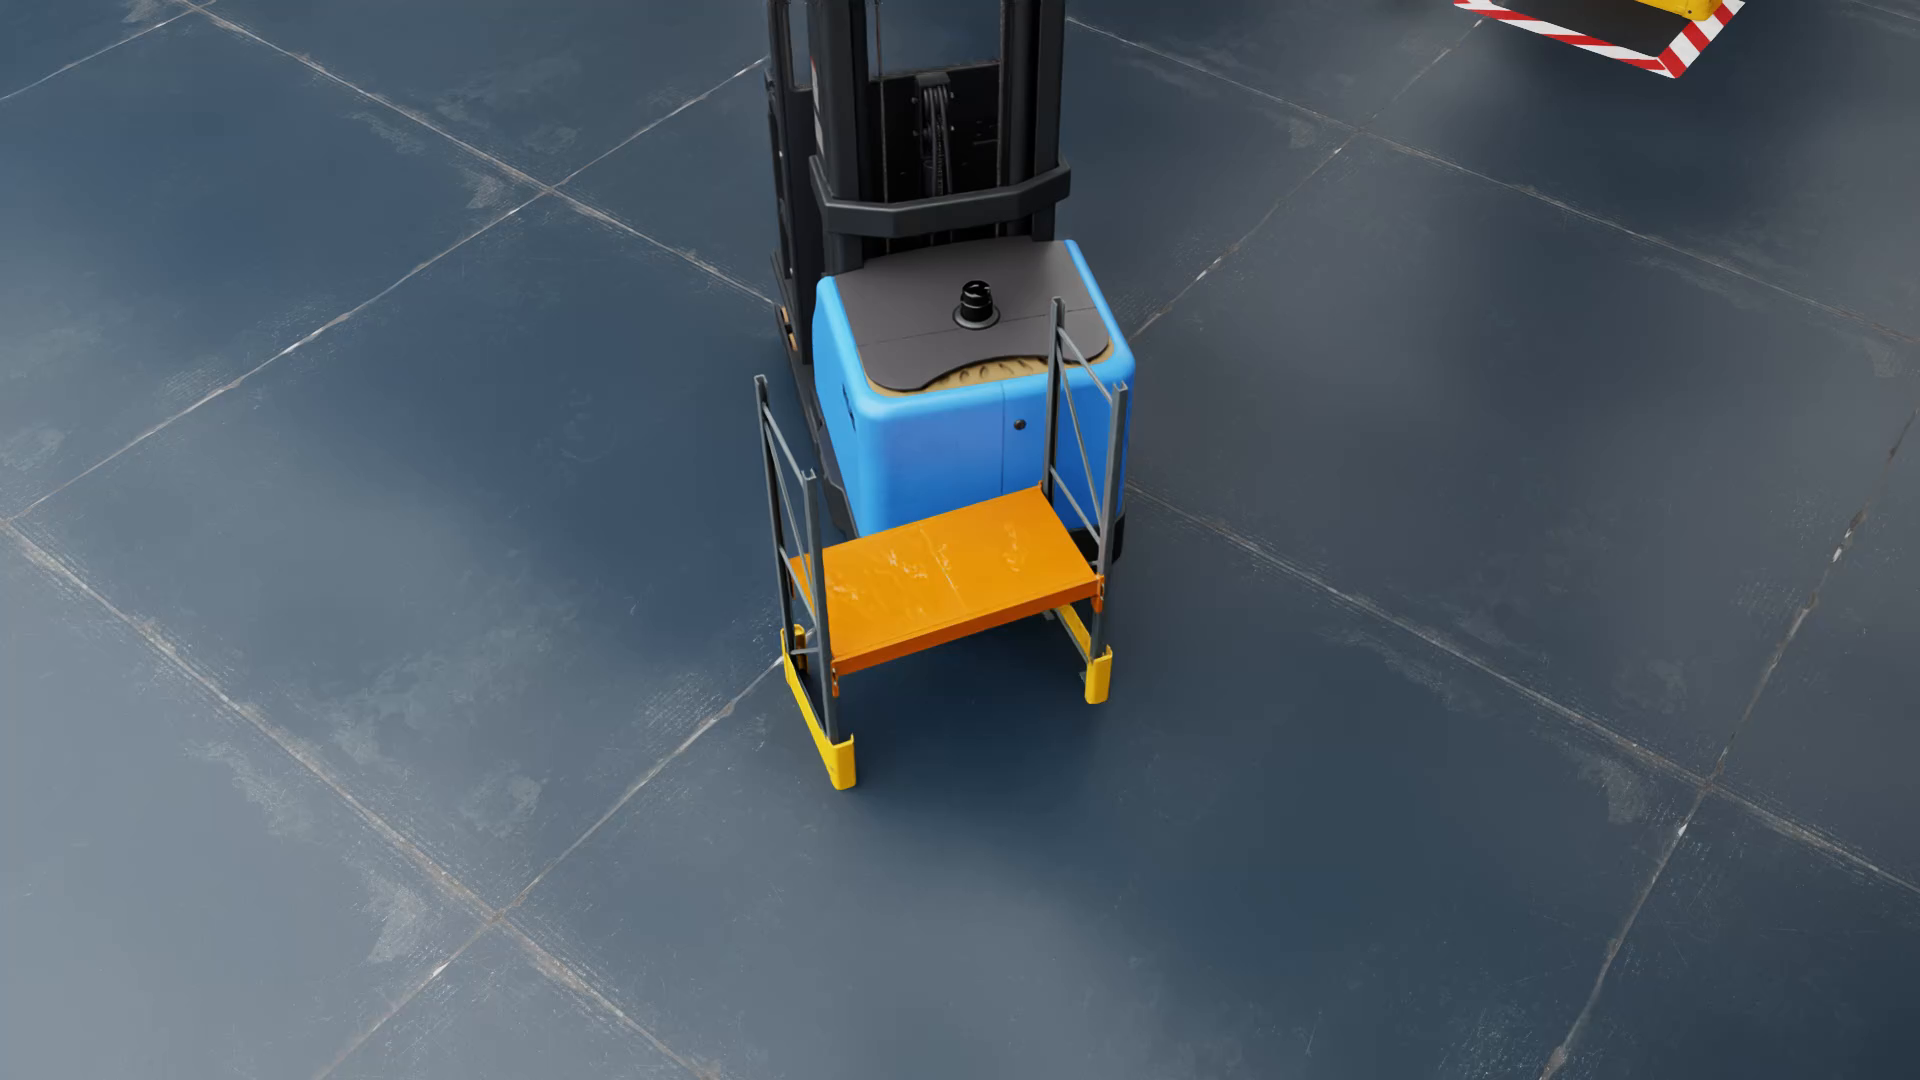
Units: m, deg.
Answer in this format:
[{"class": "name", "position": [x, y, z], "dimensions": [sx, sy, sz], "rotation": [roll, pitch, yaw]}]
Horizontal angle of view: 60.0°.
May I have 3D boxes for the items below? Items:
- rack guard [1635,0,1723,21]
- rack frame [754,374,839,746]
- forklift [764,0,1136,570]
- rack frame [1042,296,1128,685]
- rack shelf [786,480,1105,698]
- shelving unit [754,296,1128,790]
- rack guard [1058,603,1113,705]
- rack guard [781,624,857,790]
[{"class": "rack guard", "position": [3.935, -3.511, 9.758], "dimensions": [1.175, 0.500, 0.348], "rotation": [29, 53, 25]}, {"class": "rack frame", "position": [4.610, -4.782, 10.074], "dimensions": [14.686, 1.800, 8.925], "rotation": [-17, 49, -15]}, {"class": "forklift", "position": [-0.217, -1.840, 6.481], "dimensions": [1.130, 2.935, 3.031], "rotation": [-10, 47, -10]}, {"class": "rack frame", "position": [0.409, -0.110, 5.818], "dimensions": [0.032, 1.500, 0.500], "rotation": [-17, 49, -15]}, {"class": "rack shelf", "position": [-0.060, 0.156, 5.813], "dimensions": [1.000, 0.185, 0.538], "rotation": [-17, 49, -15]}, {"class": "shelving unit", "position": [4.614, -4.766, 10.059], "dimensions": [14.694, 1.800, 8.969], "rotation": [-17, 49, -15]}, {"class": "rack guard", "position": [0.408, 0.322, 6.269], "dimensions": [0.087, 0.250, 0.587], "rotation": [-17, 49, -15]}, {"class": "rack guard", "position": [-0.511, 0.600, 6.004], "dimensions": [0.087, 0.250, 0.587], "rotation": [-17, 49, -15]}]
